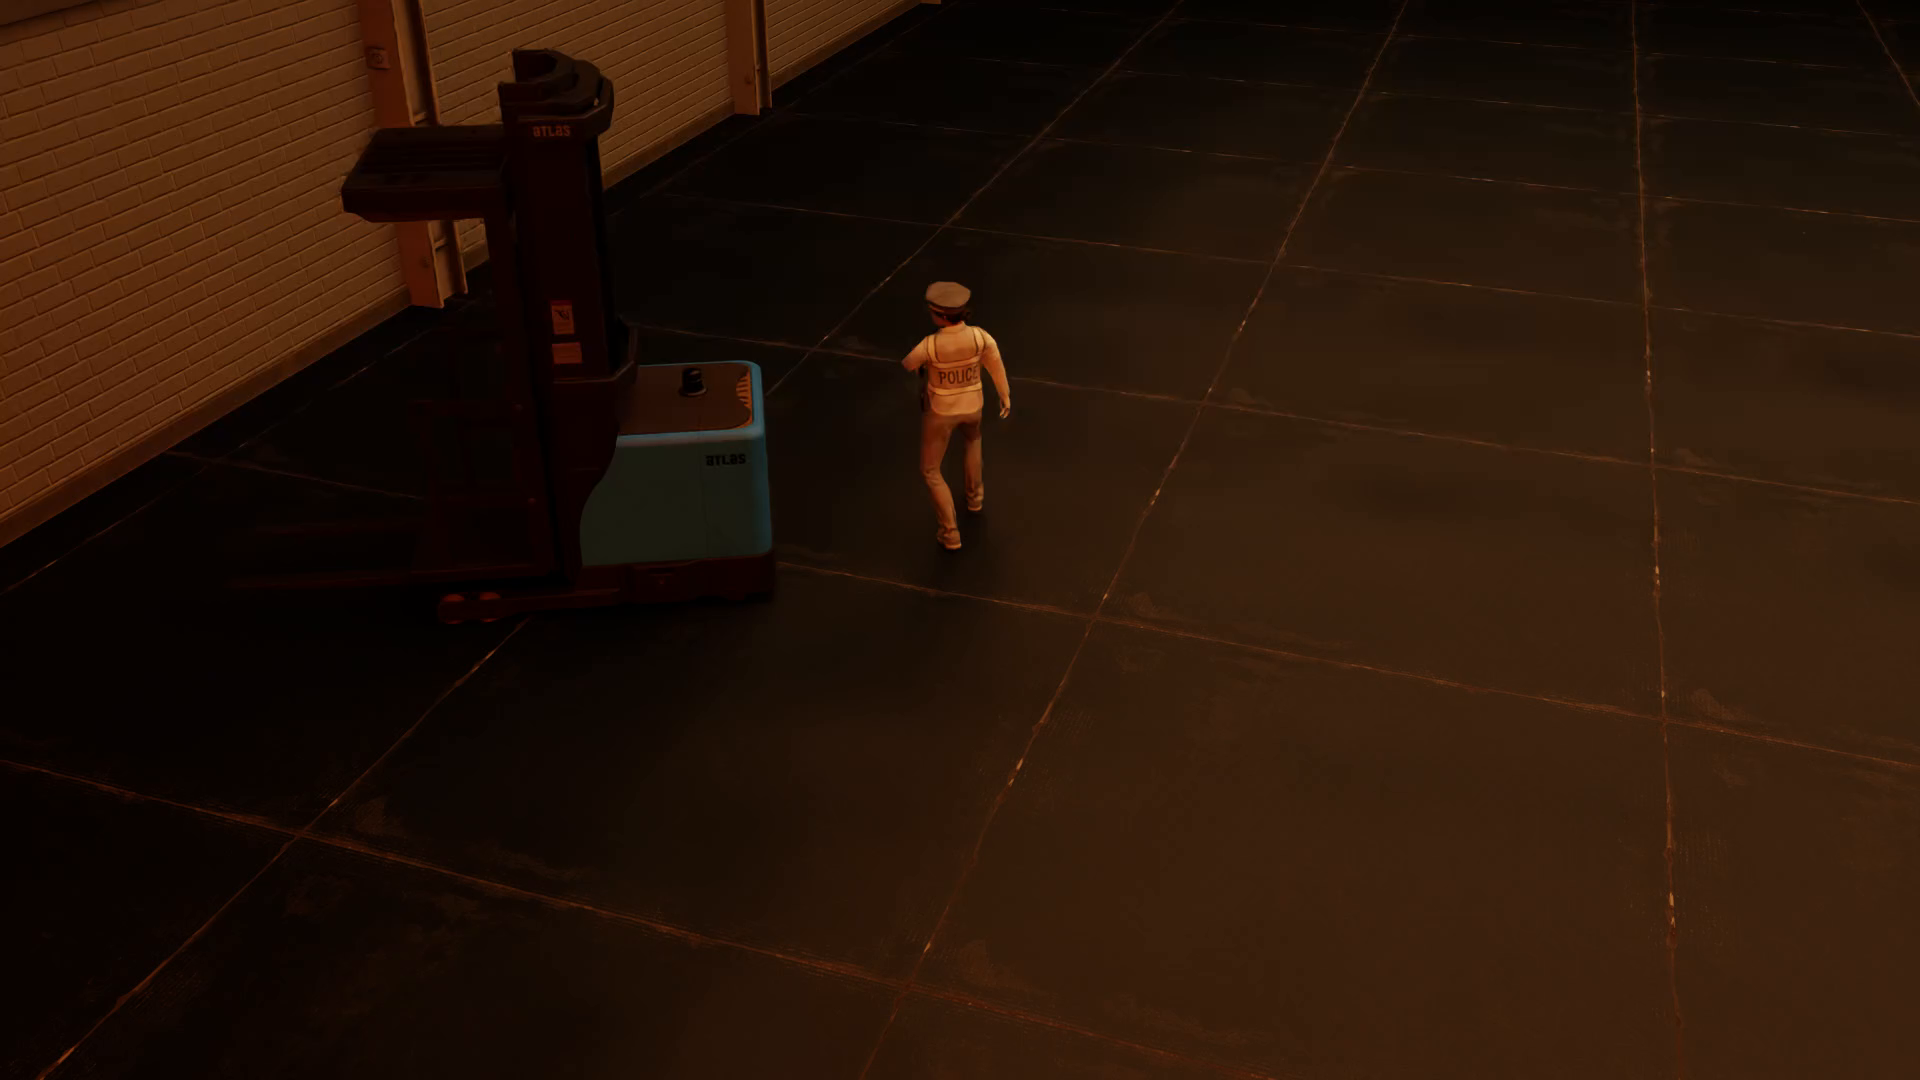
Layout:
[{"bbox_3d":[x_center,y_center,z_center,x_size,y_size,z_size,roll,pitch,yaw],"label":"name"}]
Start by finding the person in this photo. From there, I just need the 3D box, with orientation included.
[{"bbox_3d":[-0.011,-0.823,9.946,0.639,1.584,0.775,-14,33,-24],"label":"person"}]

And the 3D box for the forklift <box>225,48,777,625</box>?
[{"bbox_3d":[-2.606,-1.080,9.031,3.031,2.935,1.130,-4,30,-6],"label":"forklift"}]
